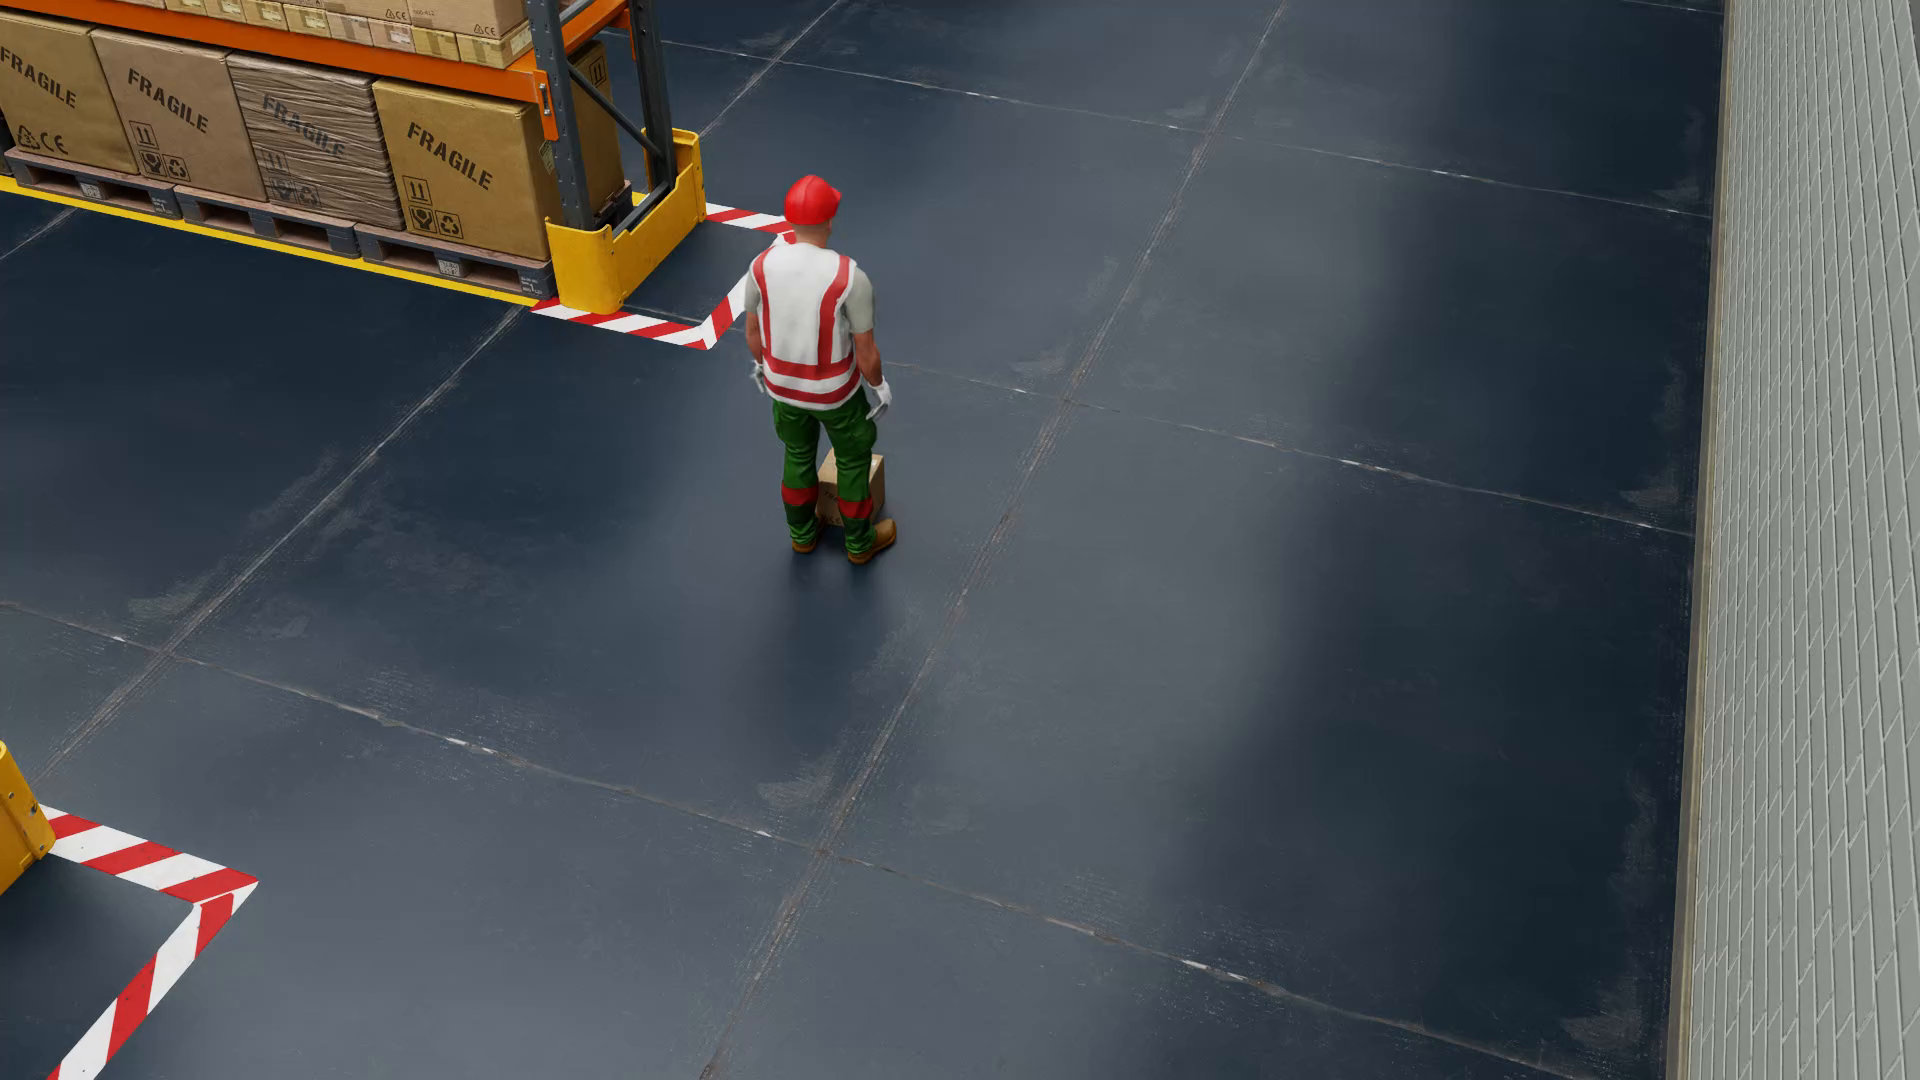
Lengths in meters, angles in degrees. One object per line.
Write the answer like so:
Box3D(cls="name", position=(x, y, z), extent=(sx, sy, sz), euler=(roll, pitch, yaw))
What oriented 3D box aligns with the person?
Box3D(cls="person", position=(-0.578, -0.670, 6.914), extent=(0.609, 1.779, 0.454), euler=(13, 43, 15))
